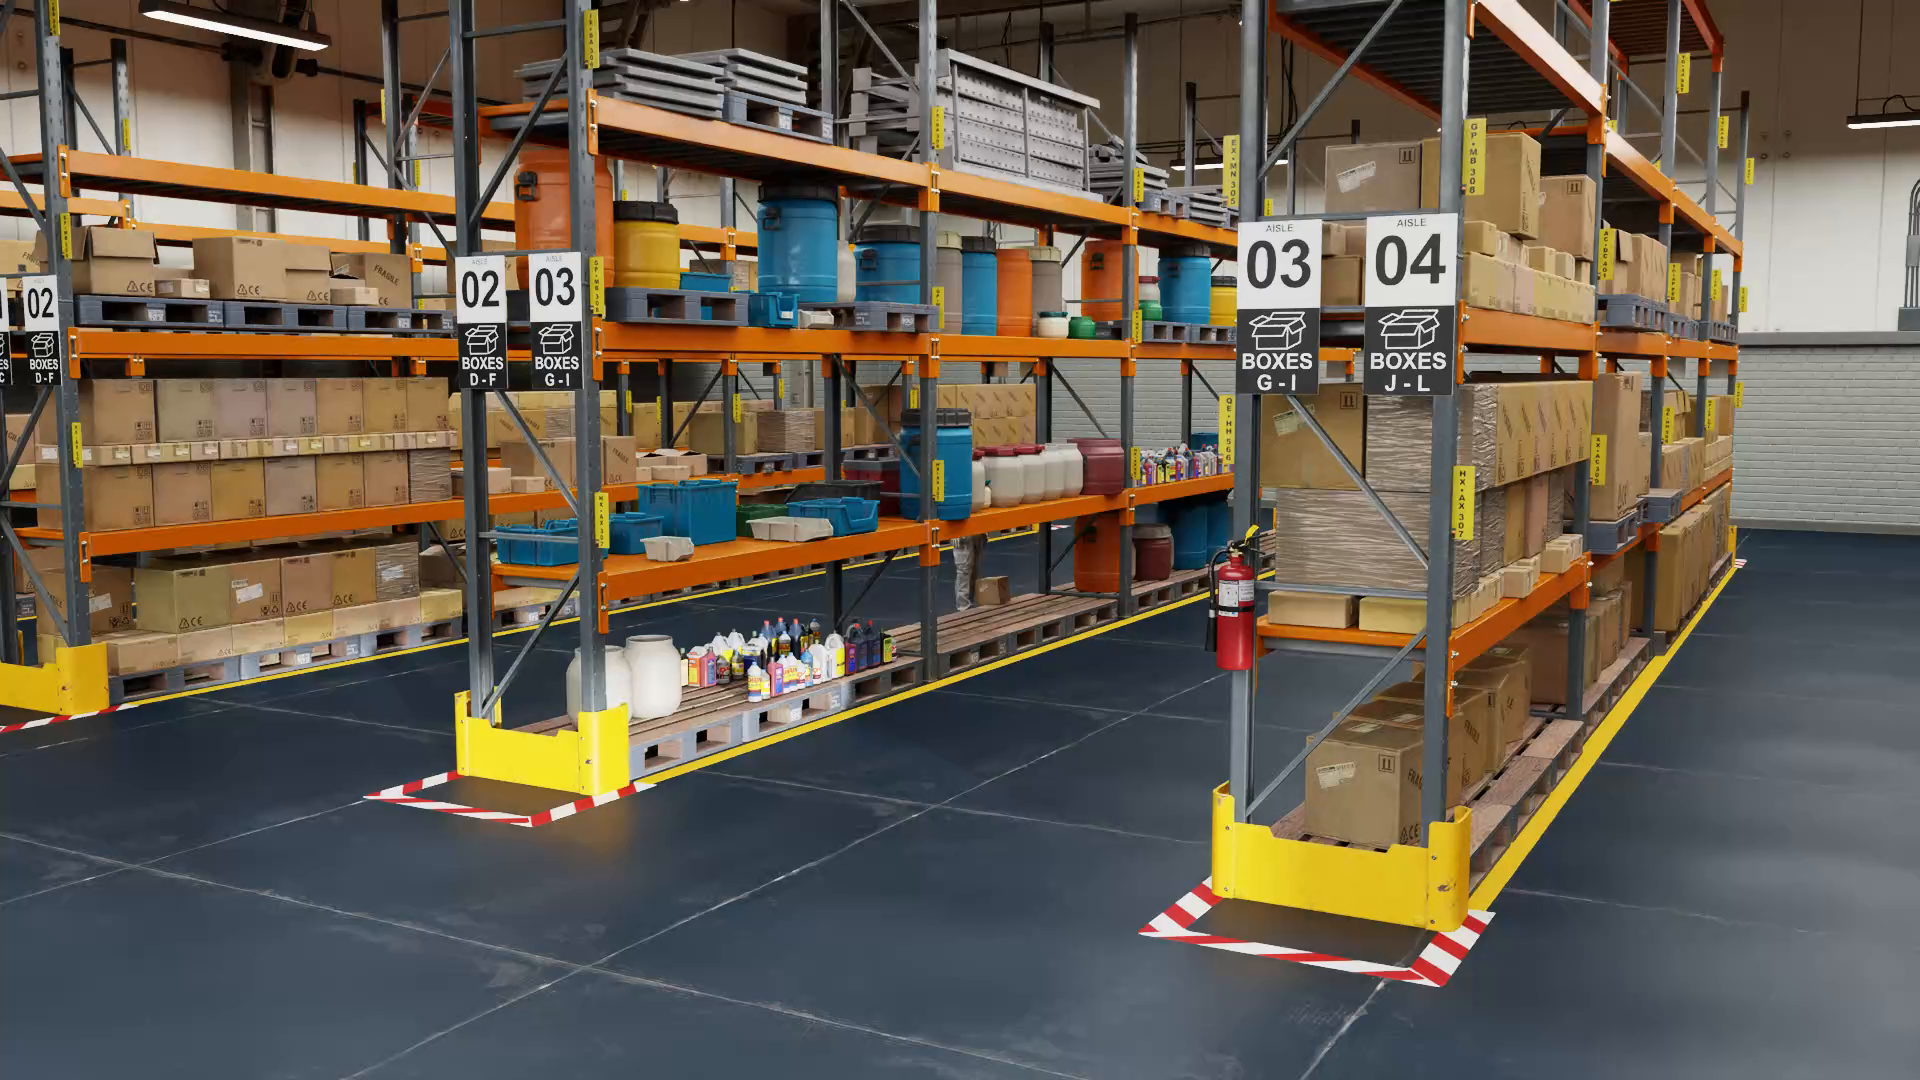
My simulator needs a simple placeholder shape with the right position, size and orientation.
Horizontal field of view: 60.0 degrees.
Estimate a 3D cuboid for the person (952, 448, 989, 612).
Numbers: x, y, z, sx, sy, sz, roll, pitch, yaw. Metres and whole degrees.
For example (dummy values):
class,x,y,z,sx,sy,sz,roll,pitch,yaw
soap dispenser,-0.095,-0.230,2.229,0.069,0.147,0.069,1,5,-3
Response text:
class,x,y,z,sx,sy,sz,roll,pitch,yaw
person,0.127,-0.068,16.551,0.577,1.783,0.657,3,7,28
